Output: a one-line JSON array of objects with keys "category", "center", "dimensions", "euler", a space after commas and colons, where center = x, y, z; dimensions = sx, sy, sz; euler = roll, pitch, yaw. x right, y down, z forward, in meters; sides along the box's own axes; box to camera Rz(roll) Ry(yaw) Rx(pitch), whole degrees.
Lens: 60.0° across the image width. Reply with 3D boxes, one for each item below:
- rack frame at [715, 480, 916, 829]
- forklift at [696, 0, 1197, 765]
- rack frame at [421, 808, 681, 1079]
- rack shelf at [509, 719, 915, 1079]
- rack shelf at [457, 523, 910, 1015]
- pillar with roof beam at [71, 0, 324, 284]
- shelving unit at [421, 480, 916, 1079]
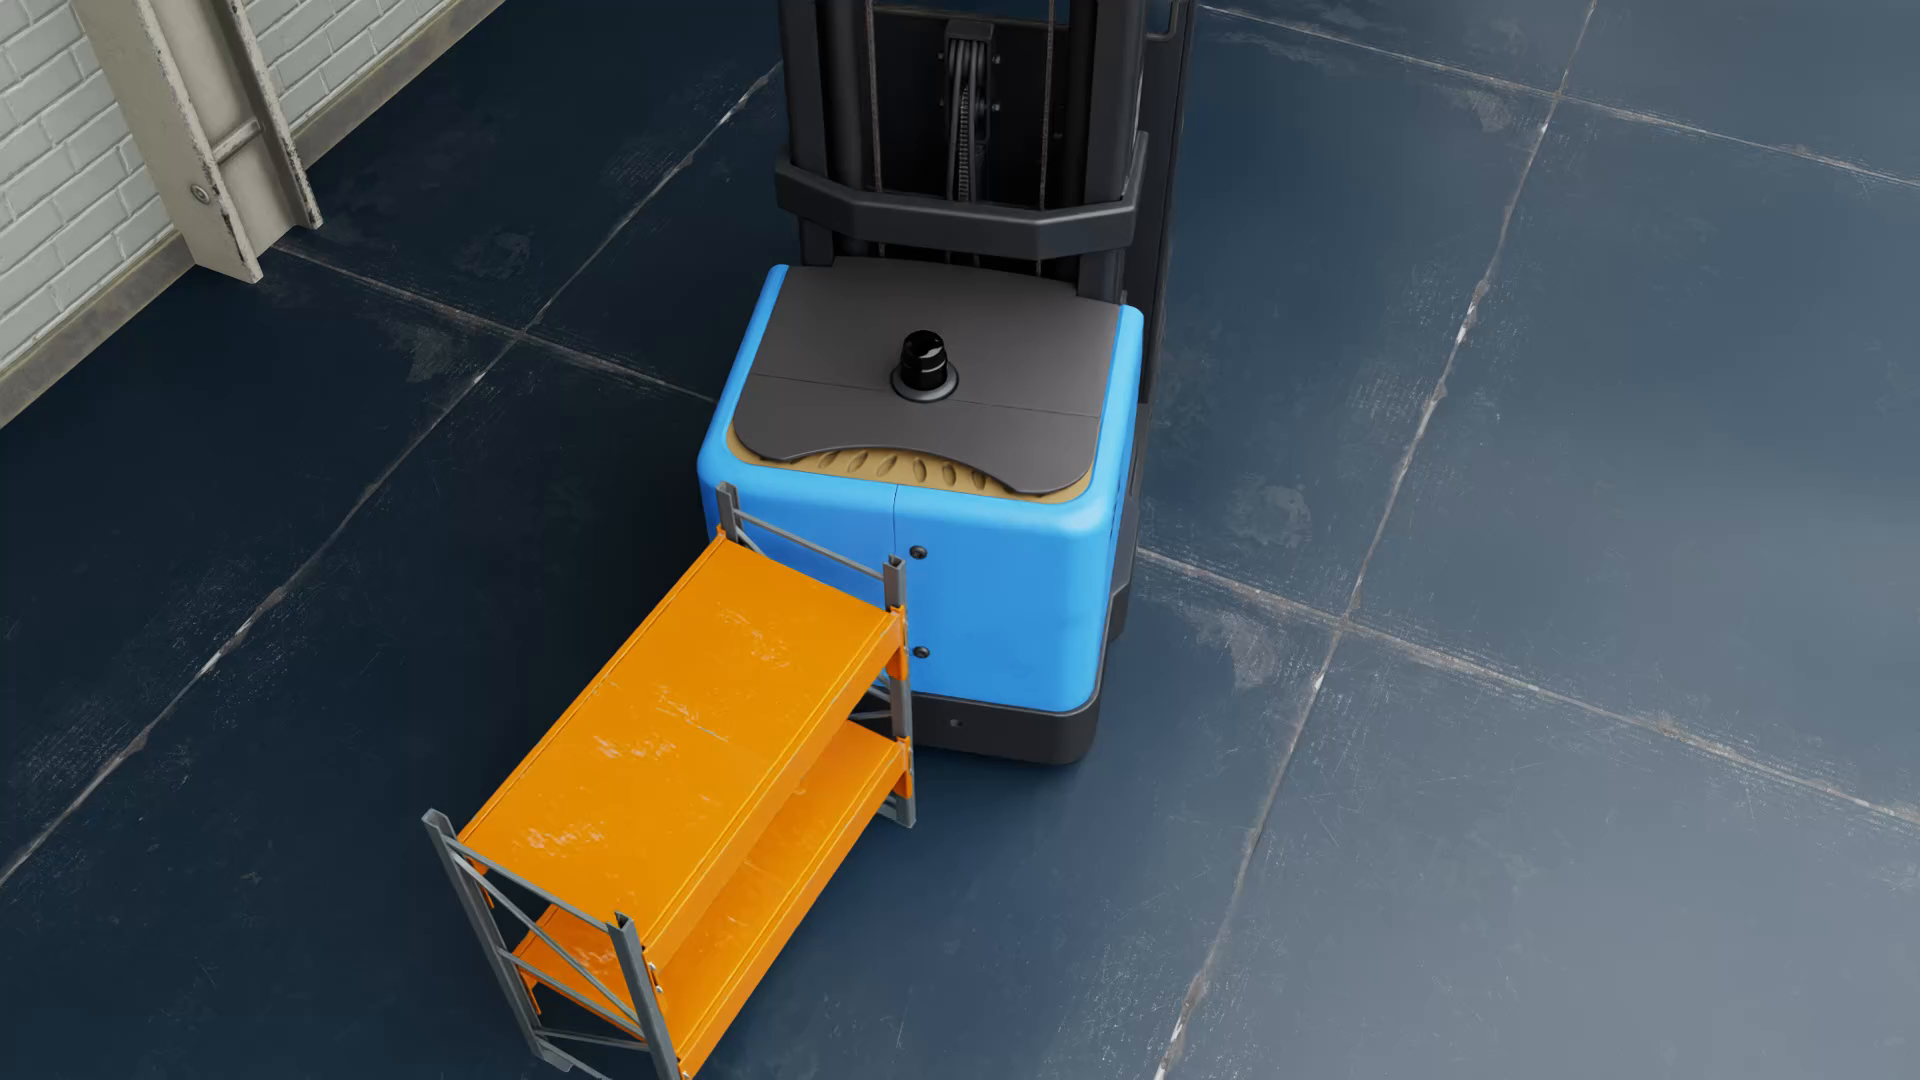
[{"category": "rack frame", "center": [-0.346, 0.328, 4.233], "dimensions": [0.500, 1.125, 0.032], "euler": [23, 53, 19]}, {"category": "forklift", "center": [0.108, -1.470, 4.576], "dimensions": [1.130, 2.935, 3.031], "euler": [8, 50, 7]}, {"category": "rack frame", "center": [-0.846, 1.002, 3.659], "dimensions": [0.500, 1.125, 0.032], "euler": [23, 53, 19]}, {"category": "rack shelf", "center": [-0.596, 0.823, 4.132], "dimensions": [0.538, 0.278, 1.000], "euler": [23, 53, 19]}, {"category": "rack shelf", "center": [-0.596, 0.475, 3.723], "dimensions": [0.538, 0.278, 1.000], "euler": [23, 53, 19]}, {"category": "pillar with roof beam", "center": [1.273, -2.631, 1.580], "dimensions": [9.100, 9.000, 0.400], "euler": [20, 52, 16]}, {"category": "shelving unit", "center": [-0.596, 0.665, 3.946], "dimensions": [0.538, 1.125, 1.048], "euler": [23, 53, 19]}]
